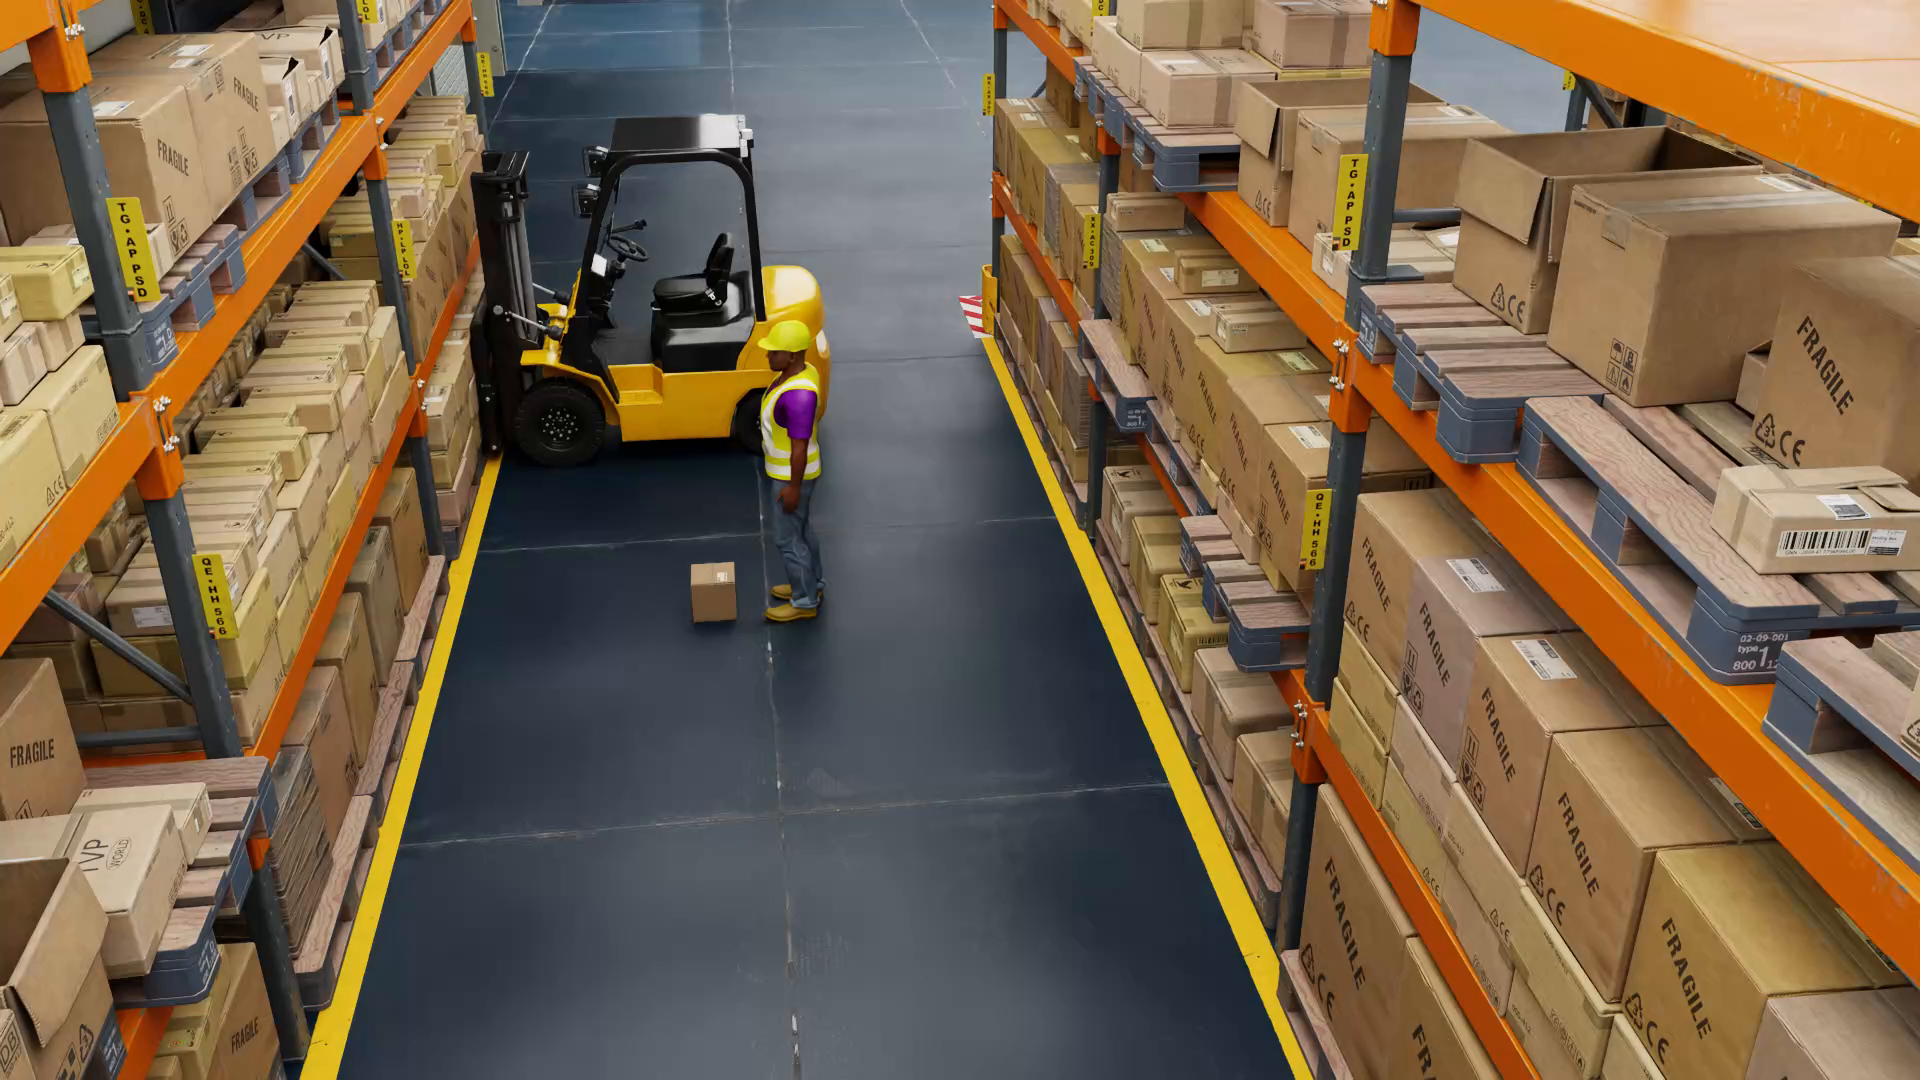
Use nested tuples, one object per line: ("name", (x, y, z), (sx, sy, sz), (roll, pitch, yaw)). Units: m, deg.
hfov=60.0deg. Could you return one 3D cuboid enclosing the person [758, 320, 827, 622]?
("person", (-0.957, -0.393, 9.367), (0.378, 1.761, 0.564), (-3, 27, -6))
